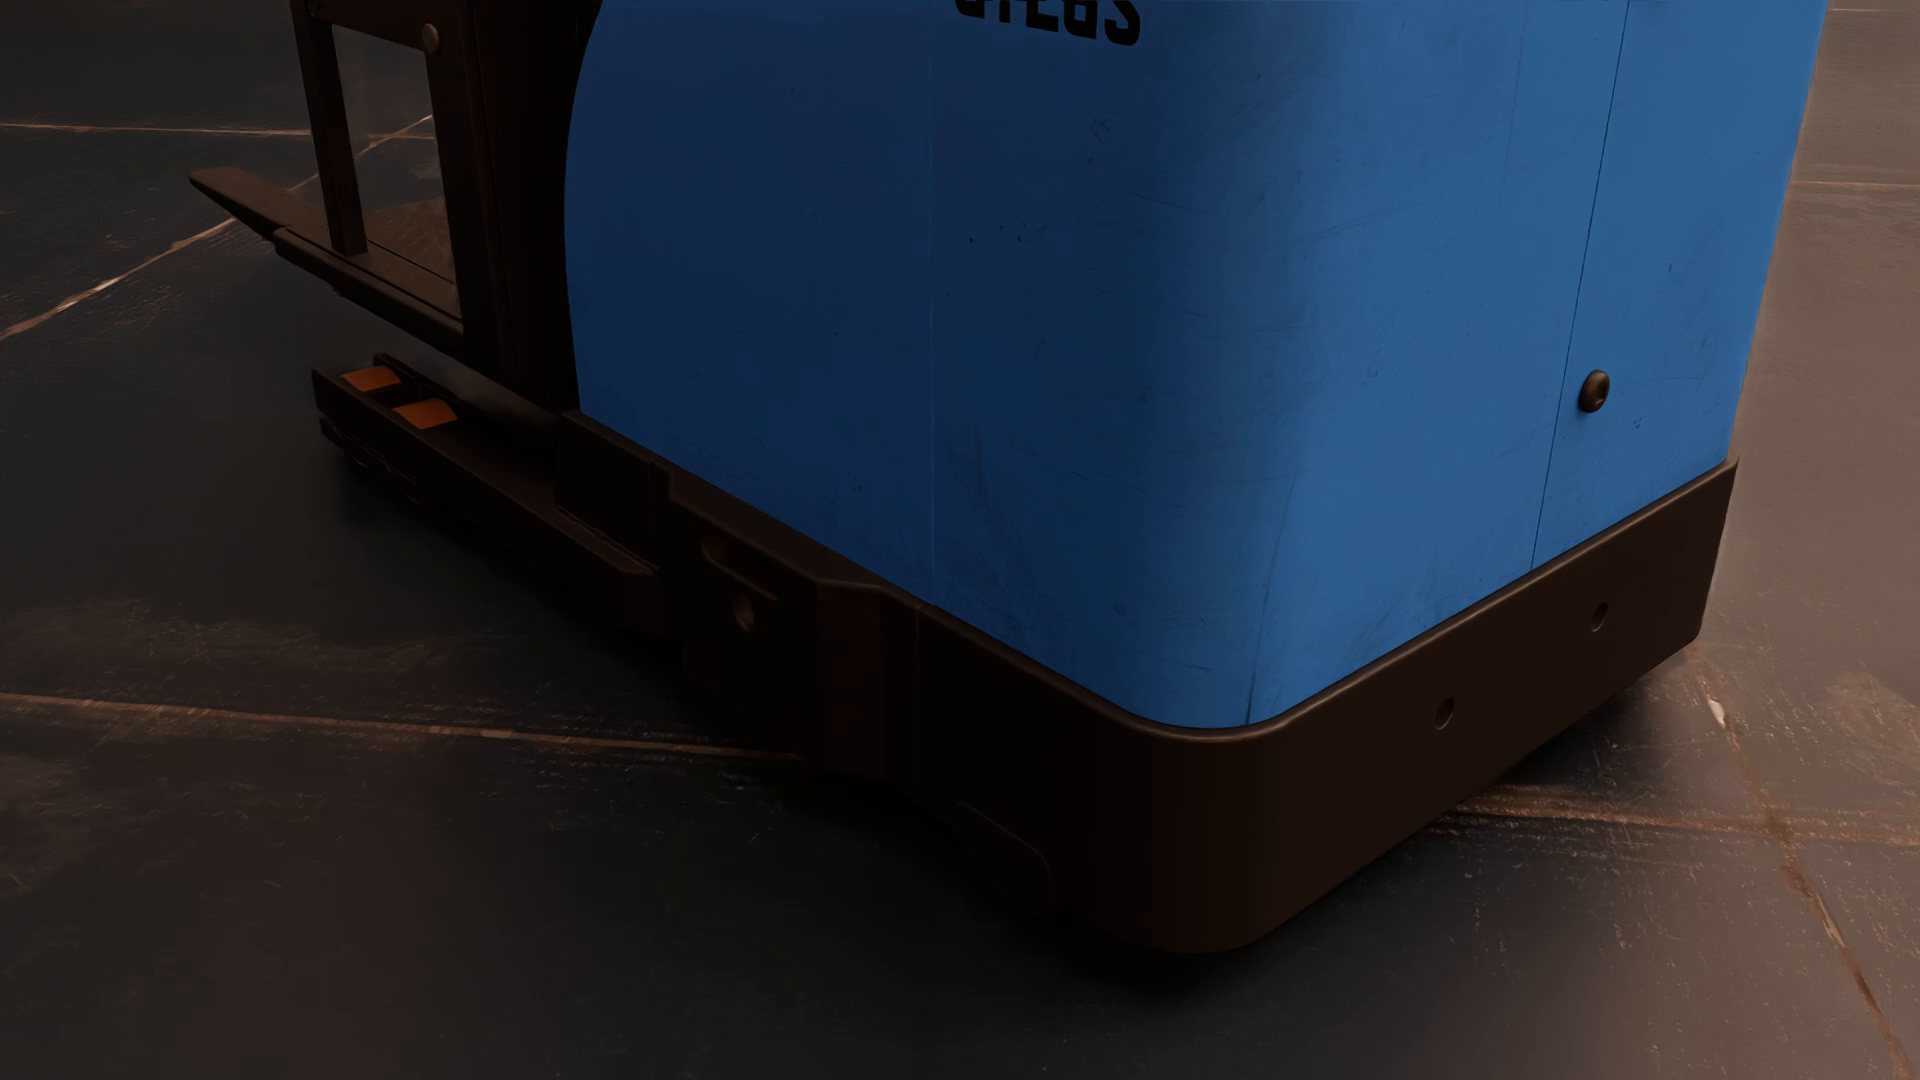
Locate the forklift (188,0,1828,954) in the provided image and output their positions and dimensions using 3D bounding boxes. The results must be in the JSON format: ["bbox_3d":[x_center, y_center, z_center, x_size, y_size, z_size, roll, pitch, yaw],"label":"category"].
[{"bbox_3d":[-0.406,-1.499,2.221,1.130,2.935,3.031,-22,34,-37],"label":"forklift"}]
